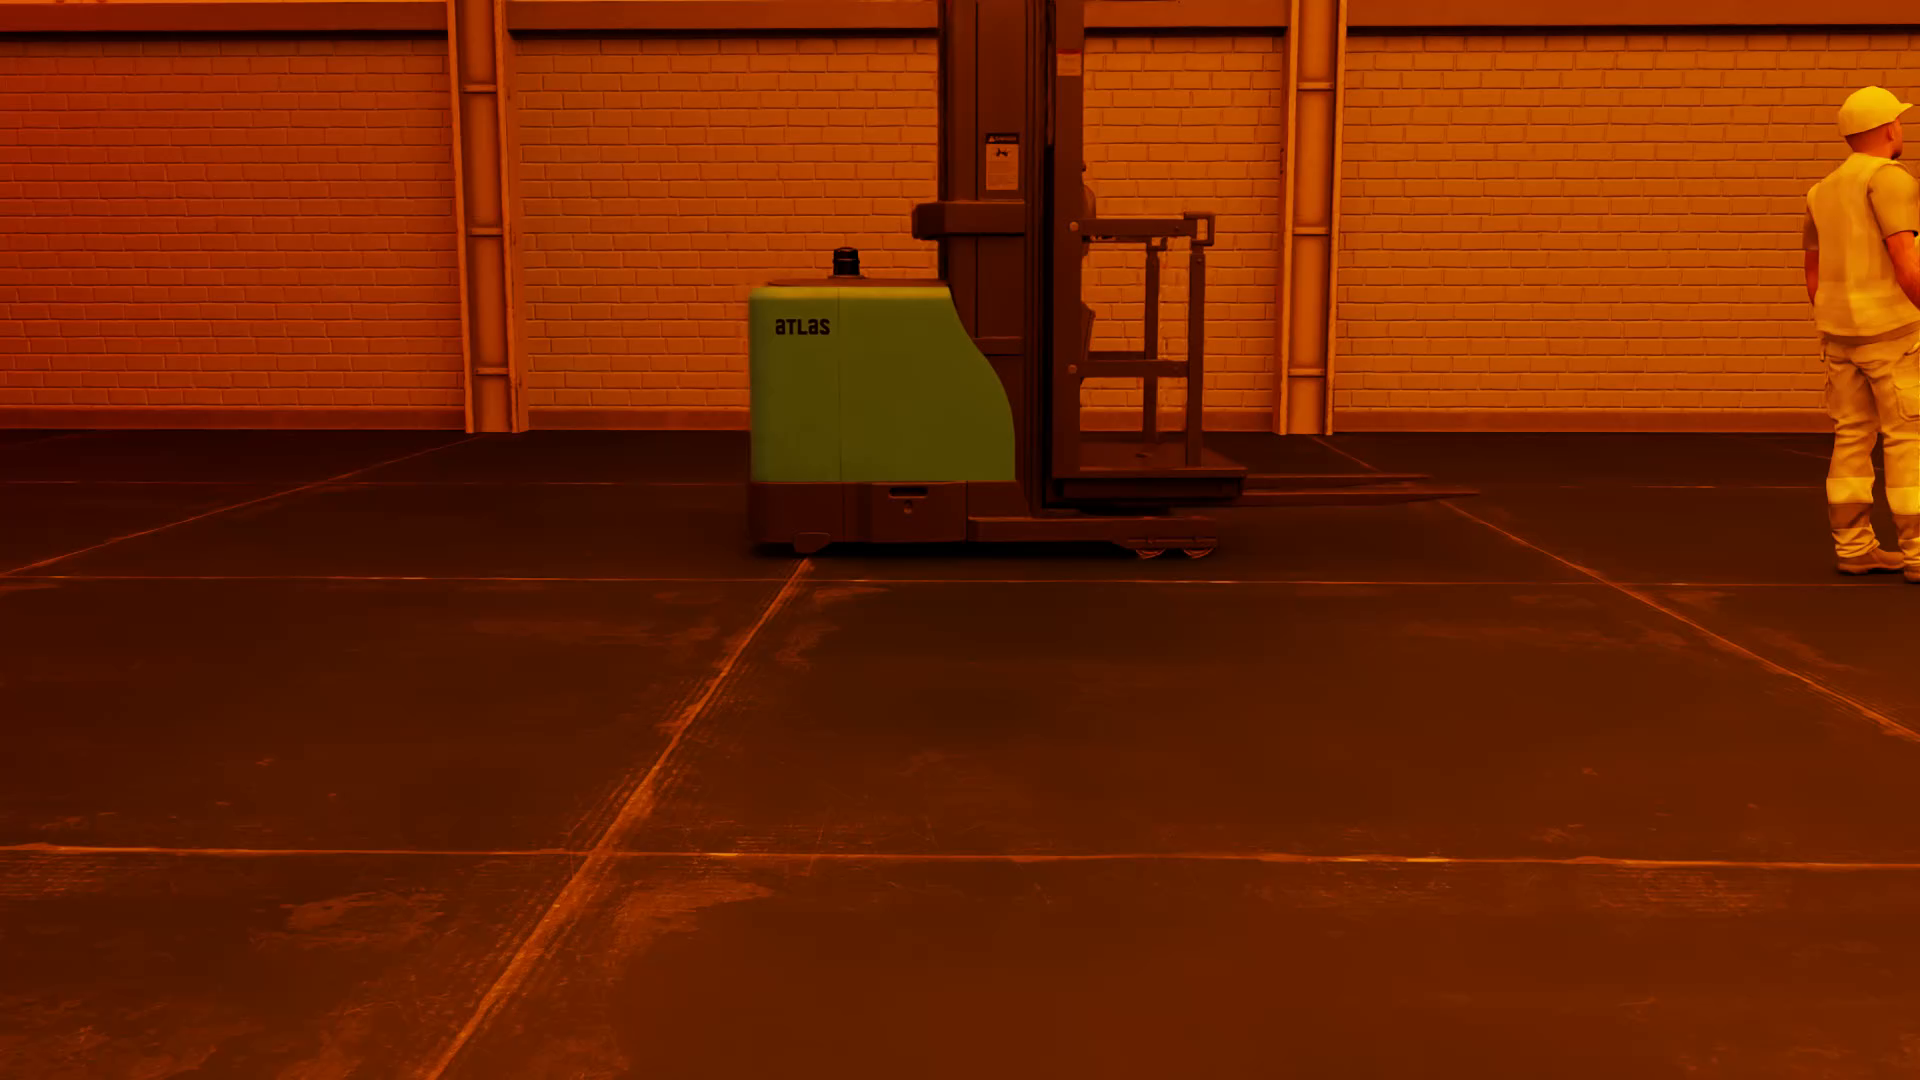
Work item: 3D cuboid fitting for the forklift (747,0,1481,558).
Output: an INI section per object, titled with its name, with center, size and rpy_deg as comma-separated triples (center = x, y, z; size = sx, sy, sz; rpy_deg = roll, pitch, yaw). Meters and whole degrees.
[forklift]
center = 0.637, -1.458, 6.965
size = 3.031, 2.935, 1.130
rpy_deg = -1, 9, -4

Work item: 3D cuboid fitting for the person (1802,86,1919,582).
[person]
center = 3.456, -0.763, 6.154
size = 0.560, 1.788, 0.637
rpy_deg = -1, 9, -7
